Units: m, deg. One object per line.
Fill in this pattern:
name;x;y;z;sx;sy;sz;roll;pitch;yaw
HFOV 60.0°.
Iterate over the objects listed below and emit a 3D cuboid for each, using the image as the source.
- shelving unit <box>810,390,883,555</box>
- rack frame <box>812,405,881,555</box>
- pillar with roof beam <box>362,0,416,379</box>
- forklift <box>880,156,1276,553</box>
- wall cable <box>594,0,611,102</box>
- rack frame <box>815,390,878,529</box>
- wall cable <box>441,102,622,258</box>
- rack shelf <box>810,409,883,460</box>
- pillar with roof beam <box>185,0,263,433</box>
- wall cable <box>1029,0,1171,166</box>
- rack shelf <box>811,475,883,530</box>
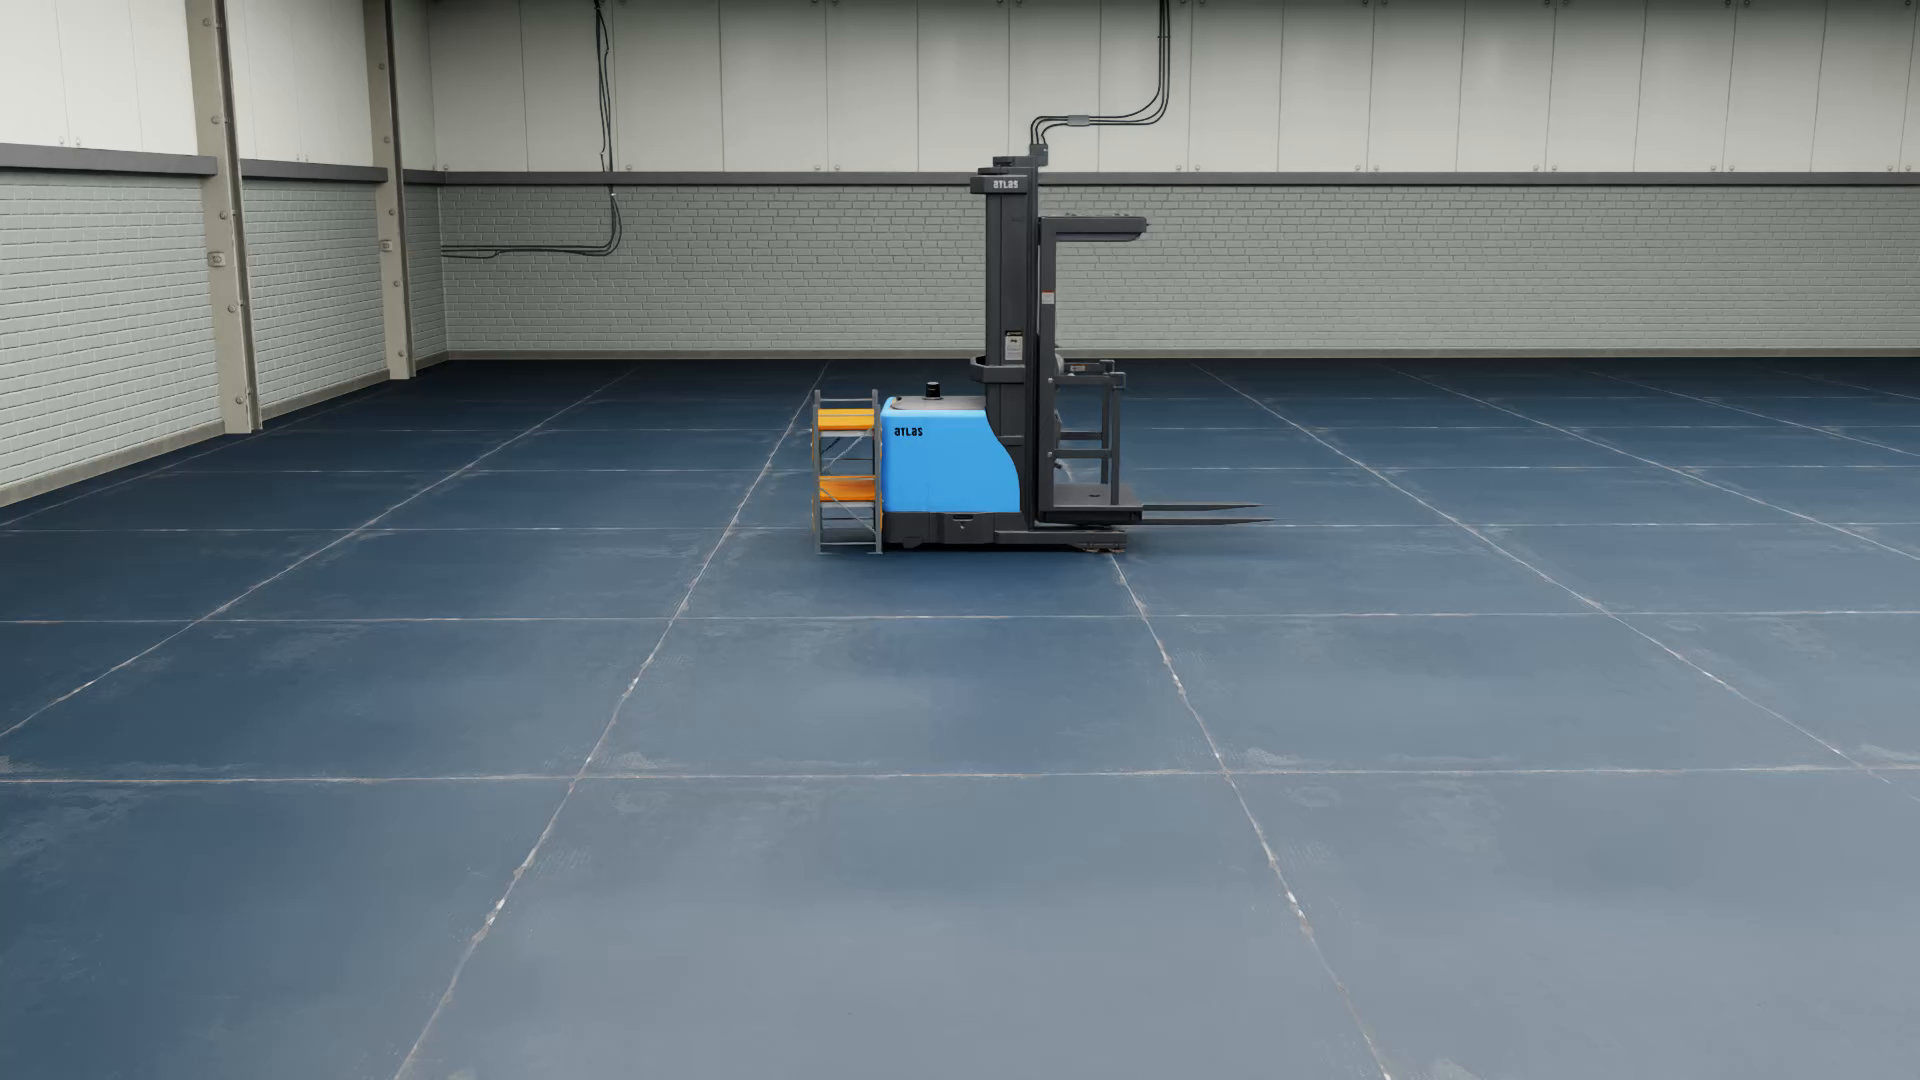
shelving unit;-0.878;-0.548;12.933;0.538;1.125;1.048;-1;11;-4
rack frame;-0.845;-0.448;12.436;0.500;1.125;0.032;-1;11;-4
pillar with roof beam;-4.142;-6.885;24.364;9.100;9.000;0.400;0;11;-1
forklift;0.905;-1.445;12.810;3.031;2.935;1.130;0;11;0
wall cable;-4.480;-8.423;27.051;3.097;2.526;0.112;0;11;-1
rack frame;-0.912;-0.649;13.430;0.500;1.125;0.032;-1;11;-4
wall cable;-7.185;-5.937;27.498;3.097;2.526;0.112;0;11;-1
rack shelf;-0.878;-0.835;12.875;0.538;0.278;1.000;-1;11;-4
pillar with roof beam;-4.018;-5.692;18.485;9.100;9.000;0.400;0;11;-1
wall cable;2.307;-9.161;27.028;2.305;6.003;0.169;0;11;-1
rack shelf;-0.878;-0.309;12.982;0.538;0.278;1.000;-1;11;-4
